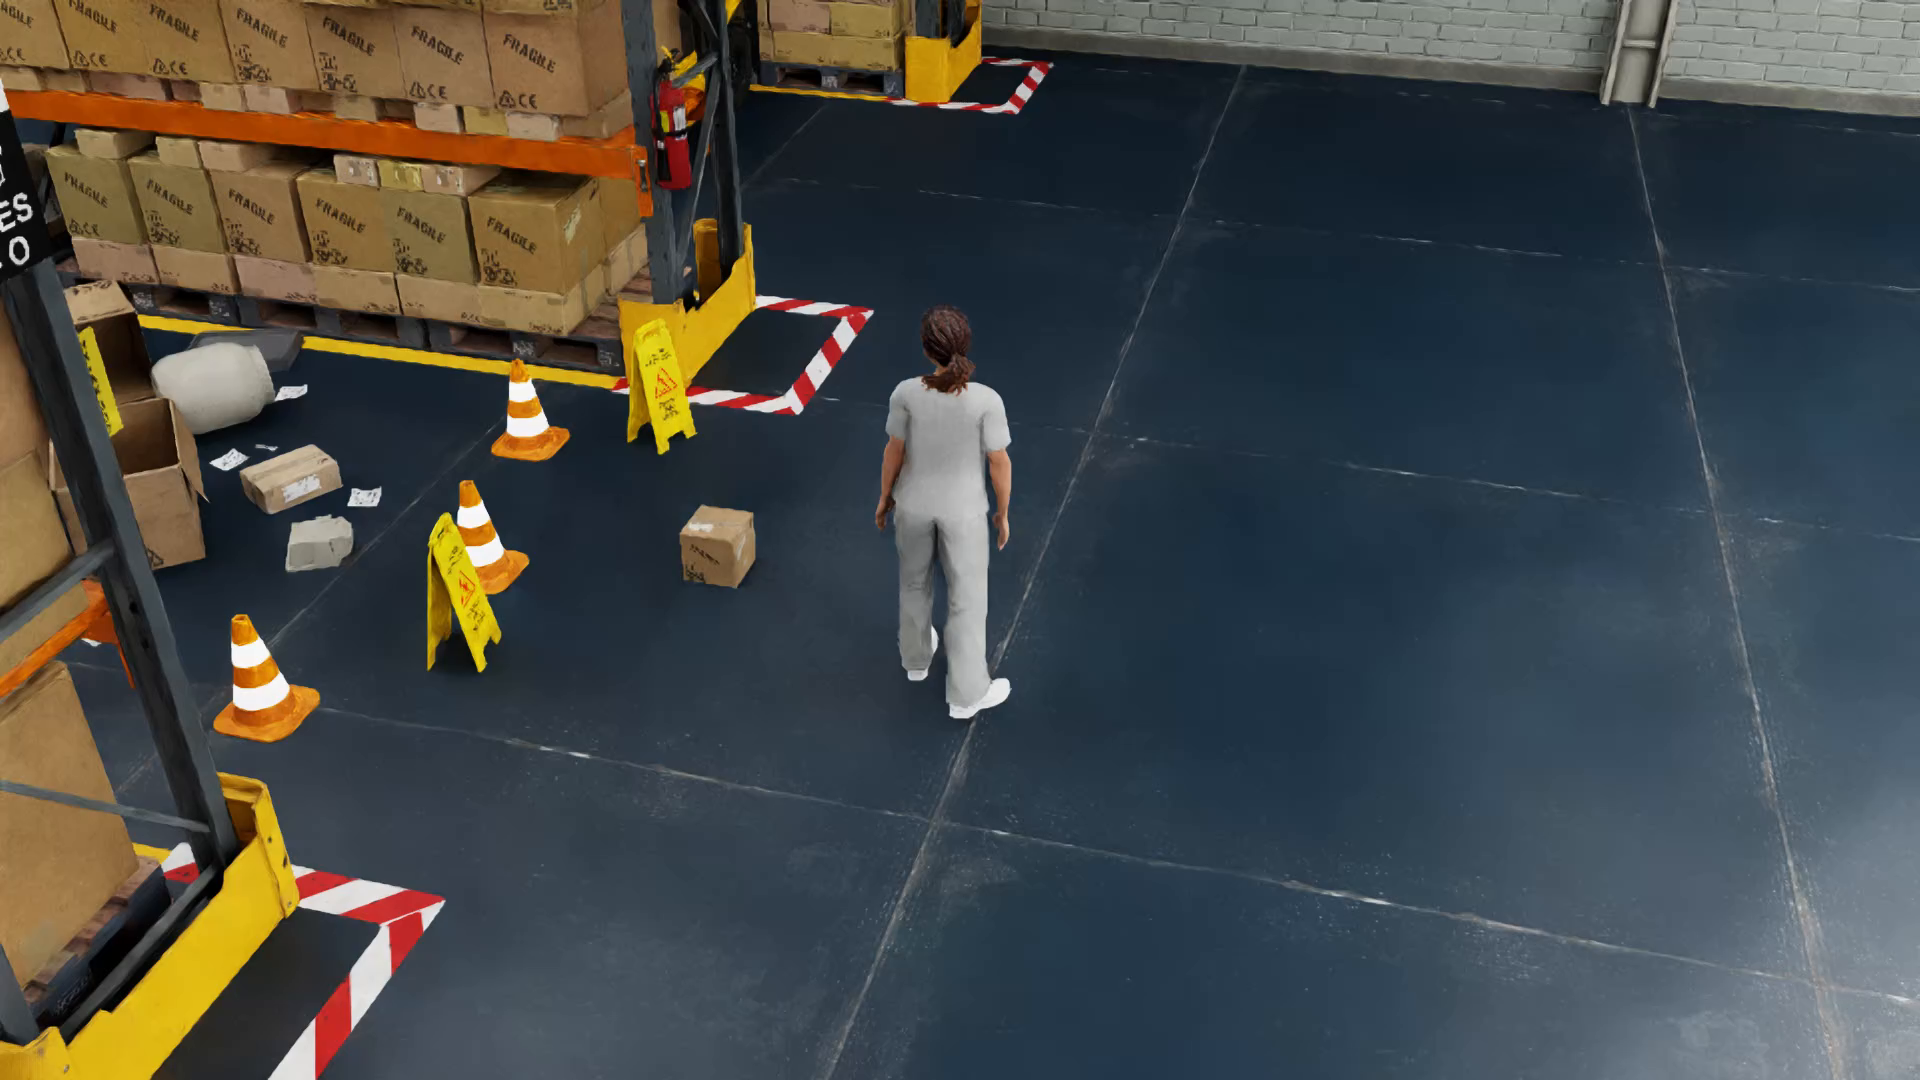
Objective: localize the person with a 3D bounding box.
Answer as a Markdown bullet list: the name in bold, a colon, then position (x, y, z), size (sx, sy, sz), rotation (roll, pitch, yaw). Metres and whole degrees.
- **person**: position (-0.053, -0.121, 6.301), size (0.536, 1.651, 0.513), rotation (7, 34, 10)
